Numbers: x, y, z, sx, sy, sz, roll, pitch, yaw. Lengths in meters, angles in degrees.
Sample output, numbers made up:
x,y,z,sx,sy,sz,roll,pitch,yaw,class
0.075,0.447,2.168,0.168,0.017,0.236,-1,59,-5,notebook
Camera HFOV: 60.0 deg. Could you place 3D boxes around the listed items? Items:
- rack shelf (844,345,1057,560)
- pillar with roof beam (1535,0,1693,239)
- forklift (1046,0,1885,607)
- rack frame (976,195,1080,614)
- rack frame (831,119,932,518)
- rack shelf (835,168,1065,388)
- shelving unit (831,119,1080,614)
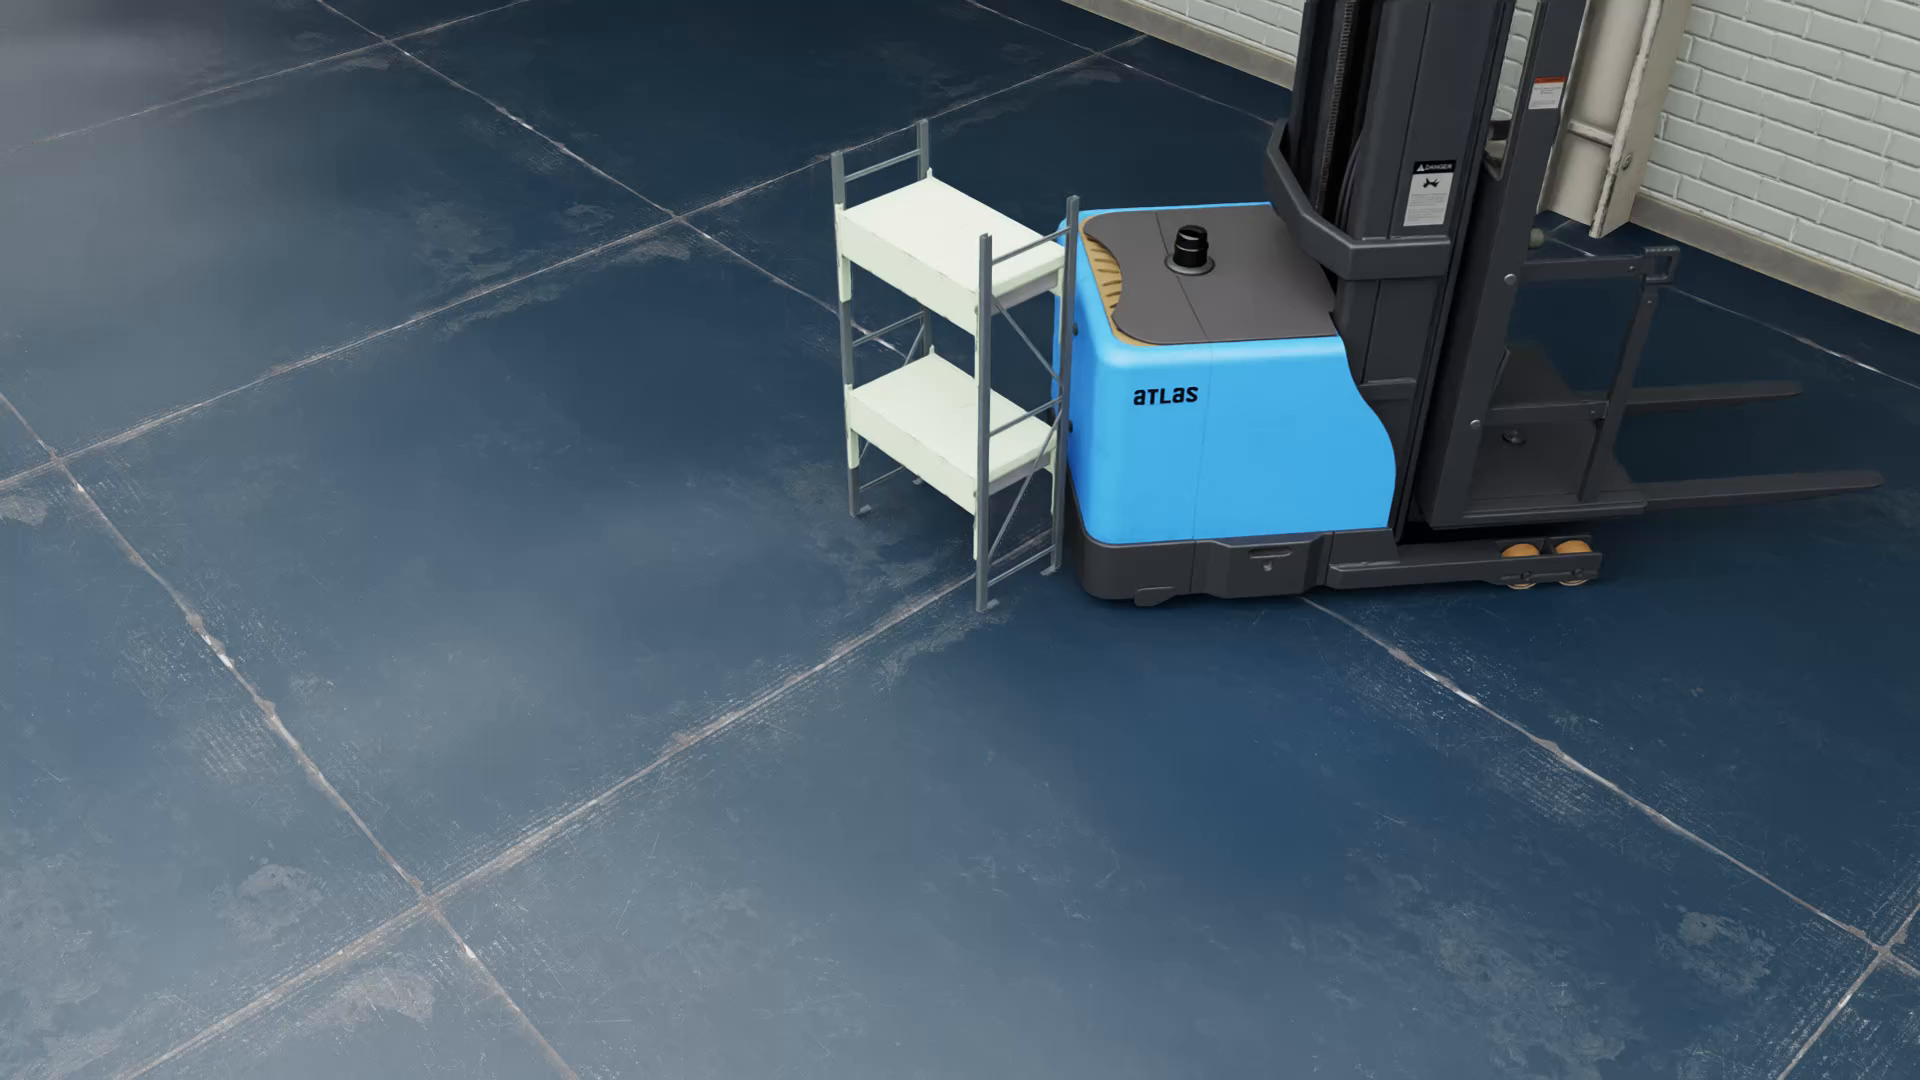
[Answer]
x,y,z,sx,sy,sz,roll,pitch,yaw,class
-0.024,-0.328,5.981,0.431,0.370,0.720,-29,47,-31,rack shelf
-0.100,-3.285,3.156,9.100,9.000,0.400,-30,48,-32,pillar with roof beam
1.891,-1.291,5.516,3.031,2.935,1.130,-4,39,-5,forklift
0.215,-0.407,5.561,0.400,1.500,0.023,-29,47,-31,rack frame
-0.264,-0.755,5.991,0.400,1.500,0.023,-29,47,-31,rack frame
-0.024,-0.885,5.531,0.431,0.370,0.720,-29,47,-31,rack shelf
-0.024,-0.581,5.776,0.431,1.500,0.755,-29,47,-31,shelving unit
